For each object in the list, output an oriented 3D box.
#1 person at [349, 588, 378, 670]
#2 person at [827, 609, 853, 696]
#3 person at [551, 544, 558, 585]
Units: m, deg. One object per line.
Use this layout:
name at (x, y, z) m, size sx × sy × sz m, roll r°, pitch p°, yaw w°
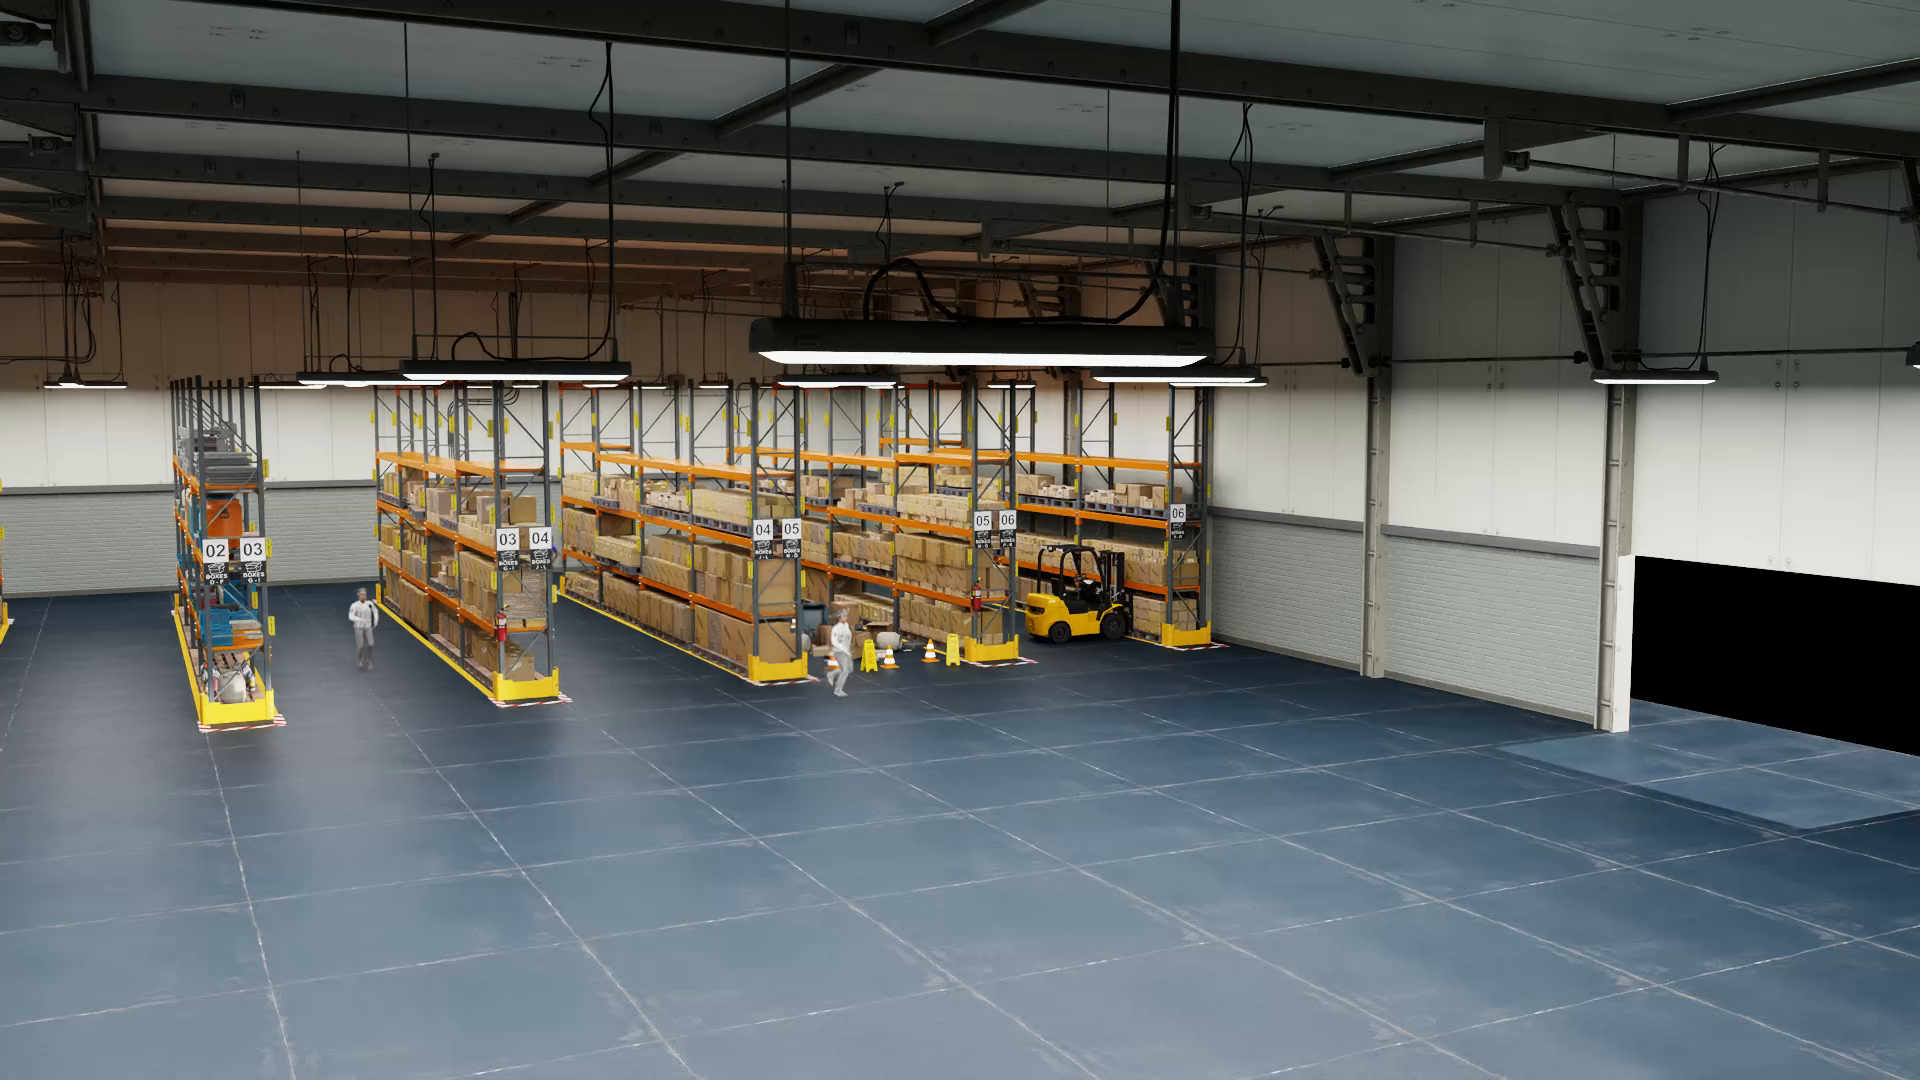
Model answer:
person at (-12.280, 1.849, 34.286) m, size 0.625 × 1.743 × 0.698 m, roll -3°, pitch 6°, yaw -33°
person at (-2.257, 2.117, 31.427) m, size 0.599 × 1.674 × 0.634 m, roll 3°, pitch 6°, yaw 27°
person at (-12.142, 0.644, 48.306) m, size 0.822 × 1.607 × 0.744 m, roll -2°, pitch 6°, yaw -25°
